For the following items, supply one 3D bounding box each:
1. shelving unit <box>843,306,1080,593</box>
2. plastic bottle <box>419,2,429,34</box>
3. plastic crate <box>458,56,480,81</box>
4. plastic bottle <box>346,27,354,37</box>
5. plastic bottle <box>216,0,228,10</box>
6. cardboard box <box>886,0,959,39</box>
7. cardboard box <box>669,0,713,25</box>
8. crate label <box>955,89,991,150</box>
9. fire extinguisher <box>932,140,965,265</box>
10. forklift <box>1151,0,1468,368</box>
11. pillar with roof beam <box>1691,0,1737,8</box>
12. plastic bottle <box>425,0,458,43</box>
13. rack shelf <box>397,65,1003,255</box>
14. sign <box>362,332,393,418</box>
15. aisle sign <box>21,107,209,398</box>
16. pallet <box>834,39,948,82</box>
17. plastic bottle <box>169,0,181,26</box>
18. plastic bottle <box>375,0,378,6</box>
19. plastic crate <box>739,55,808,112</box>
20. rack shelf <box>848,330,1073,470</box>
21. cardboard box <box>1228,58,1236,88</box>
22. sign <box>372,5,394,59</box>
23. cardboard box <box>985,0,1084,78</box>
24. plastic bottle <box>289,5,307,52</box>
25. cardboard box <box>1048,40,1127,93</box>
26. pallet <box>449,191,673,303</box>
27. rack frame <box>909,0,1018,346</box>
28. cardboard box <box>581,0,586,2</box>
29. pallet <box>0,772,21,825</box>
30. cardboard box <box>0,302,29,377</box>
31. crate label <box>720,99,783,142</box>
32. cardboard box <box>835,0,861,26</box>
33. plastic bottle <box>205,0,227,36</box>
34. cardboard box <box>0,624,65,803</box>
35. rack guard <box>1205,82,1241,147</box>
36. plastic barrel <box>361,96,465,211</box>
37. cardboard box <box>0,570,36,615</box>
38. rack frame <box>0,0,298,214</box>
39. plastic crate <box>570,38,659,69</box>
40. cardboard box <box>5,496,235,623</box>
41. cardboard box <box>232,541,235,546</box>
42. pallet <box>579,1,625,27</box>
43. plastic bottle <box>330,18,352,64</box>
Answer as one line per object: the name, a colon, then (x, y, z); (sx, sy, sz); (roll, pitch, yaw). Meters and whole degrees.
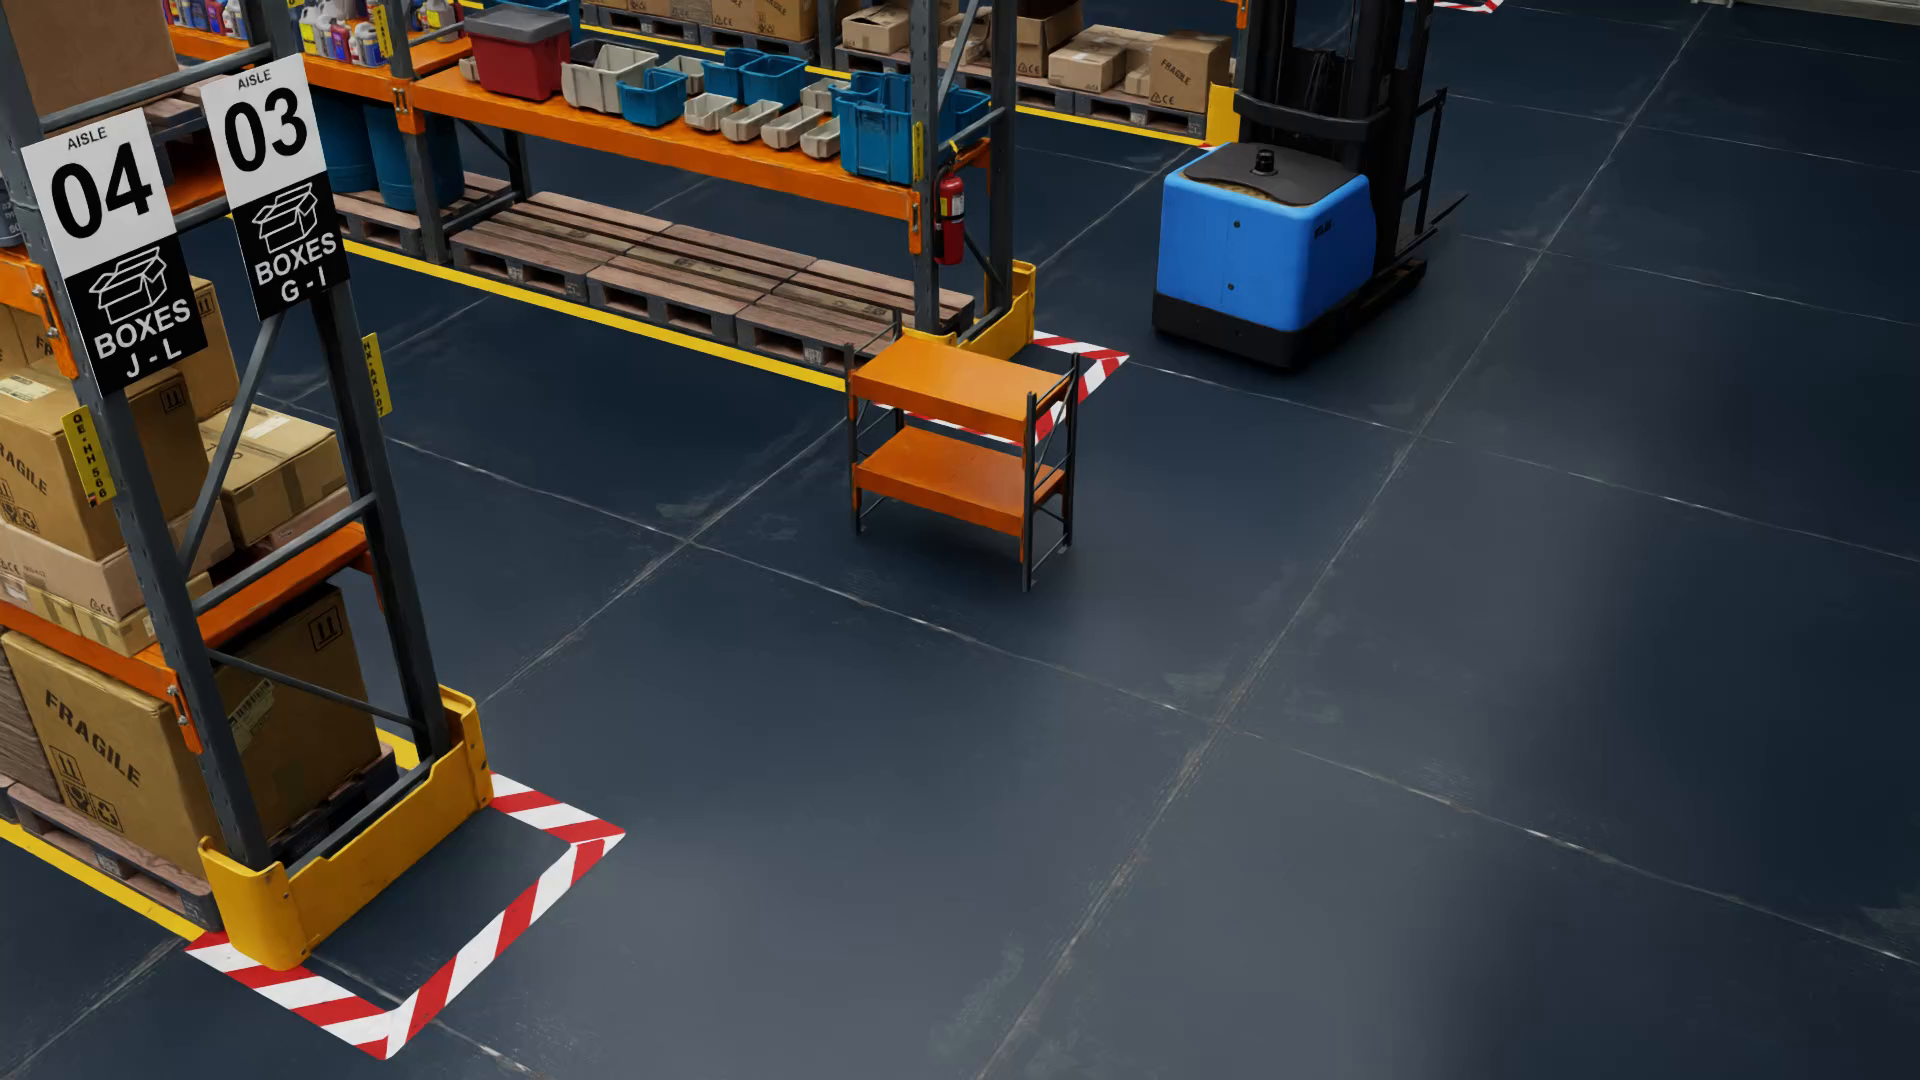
shelving unit: (0.006, -0.466, 8.435); (1.048, 1.125, 0.538); (18, 37, 24)
plastic bottle: (-3.773, -3.703, 11.784); (0.097, 0.201, 0.097); (0, 34, 0)
plastic crate: (-3.108, -3.139, 10.941); (0.243, 0.136, 0.396); (18, 37, 24)
plastic bottle: (-4.144, -3.375, 11.291); (0.097, 0.201, 0.097); (0, 34, 0)
plastic bottle: (-5.217, -3.744, 11.782); (0.097, 0.271, 0.097); (0, 34, 0)
cardboard box: (-0.345, -4.925, 15.298); (0.500, 0.500, 0.500); (18, 37, 24)
cardboard box: (-2.411, -5.221, 15.743); (0.500, 0.500, 0.500); (18, 38, 25)
crate label: (-0.020, -2.502, 9.897); (0.303, 0.233, 0.416); (18, 37, 24)
fire extinguisher: (-0.063, -1.872, 9.262); (0.183, 0.674, 0.296); (18, 37, 24)
forklift: (2.534, -3.035, 10.663); (1.130, 2.935, 3.031); (23, 40, 31)
pillar with roof beam: (5.584, -7.187, 11.423); (0.400, 9.000, 9.100); (18, 37, 24)
plastic bottle: (-3.621, -3.663, 11.590); (0.185, 0.351, 0.144); (18, 37, 24)
rack shelf: (-1.705, -2.571, 10.553); (4.000, 0.370, 1.077); (18, 37, 24)
sign: (-2.146, -0.595, 6.085); (0.005, 0.325, 0.100); (18, 37, 24)
aisle sign: (-2.512, -0.854, 4.981); (0.004, 0.787, 0.394); (18, 37, 24)
pallet: (-0.385, -4.453, 15.246); (1.213, 0.211, 1.003); (18, 37, 24)
plastic bottle: (-5.609, -3.829, 11.910); (0.097, 0.271, 0.097); (0, 34, 0)
plastic bottle: (-4.144, -3.821, 11.960); (0.097, 0.201, 0.097); (0, 34, 0)
plastic crate: (-1.163, -2.864, 10.441); (0.300, 0.233, 0.416); (18, 37, 24)
rack shelf: (0.006, -0.710, 8.273); (1.000, 0.278, 0.538); (18, 37, 24)
cardboard box: (2.299, -3.980, 14.195); (0.250, 0.149, 0.380); (18, 37, 24)
sign: (-3.716, -3.271, 10.706); (0.005, 0.325, 0.100); (18, 37, 24)
cardboard box: (0.653, -4.433, 14.556); (0.637, 0.503, 0.797); (18, 37, 24)
plastic bottle: (-4.562, -3.546, 11.413); (0.185, 0.351, 0.144); (18, 37, 24)
cardboard box: (1.088, -4.048, 14.206); (0.500, 0.250, 0.500); (18, 37, 24)
pallet: (-2.784, -2.076, 11.677); (1.213, 0.211, 1.003); (18, 37, 24)
rack frame: (0.031, -2.320, 9.528); (0.127, 3.000, 1.000); (18, 37, 24)
cardboard box: (-3.743, -5.641, 16.374); (0.500, 0.500, 0.500); (16, 37, 23)
pallet: (-4.214, 0.706, 7.500); (1.213, 0.211, 1.003); (18, 37, 24)
cardboard box: (-3.596, -0.849, 6.509); (0.500, 0.500, 0.500); (17, 37, 23)
crate label: (-1.265, -2.524, 10.018); (0.243, 0.136, 0.396); (18, 37, 24)
cardboard box: (-1.279, -5.196, 15.704); (0.500, 0.500, 0.500); (16, 37, 22)
plastic bottle: (-5.241, -3.706, 11.714); (0.133, 0.283, 0.061); (18, 37, 24)
cardboard box: (-3.812, 0.385, 7.003); (0.875, 0.875, 0.875); (18, 37, 24)
rack guard: (2.427, -3.683, 13.830); (0.348, 0.500, 1.175); (18, 37, 24)
plastic barrel: (-3.905, -2.879, 11.882); (0.708, 0.901, 0.600); (18, 37, 24)
cardboard box: (-3.344, 0.088, 6.138); (0.250, 0.149, 0.380); (18, 38, 25)
rack frame: (-2.426, -2.434, 4.286); (0.127, 3.000, 1.000); (18, 37, 24)
plastic crate: (-2.336, -3.152, 10.971); (0.590, 0.125, 0.437); (18, 37, 24)
cardboard box: (-2.979, -0.004, 5.916); (0.500, 0.250, 0.500); (17, 37, 24)
cardboard box: (-2.794, -0.158, 6.508); (0.250, 0.149, 0.380); (17, 37, 24)
pallet: (-3.824, -5.519, 16.847); (1.213, 0.211, 1.003); (18, 37, 24)
plastic bottle: (-4.167, -3.366, 11.204); (0.133, 0.283, 0.061); (18, 37, 24)
